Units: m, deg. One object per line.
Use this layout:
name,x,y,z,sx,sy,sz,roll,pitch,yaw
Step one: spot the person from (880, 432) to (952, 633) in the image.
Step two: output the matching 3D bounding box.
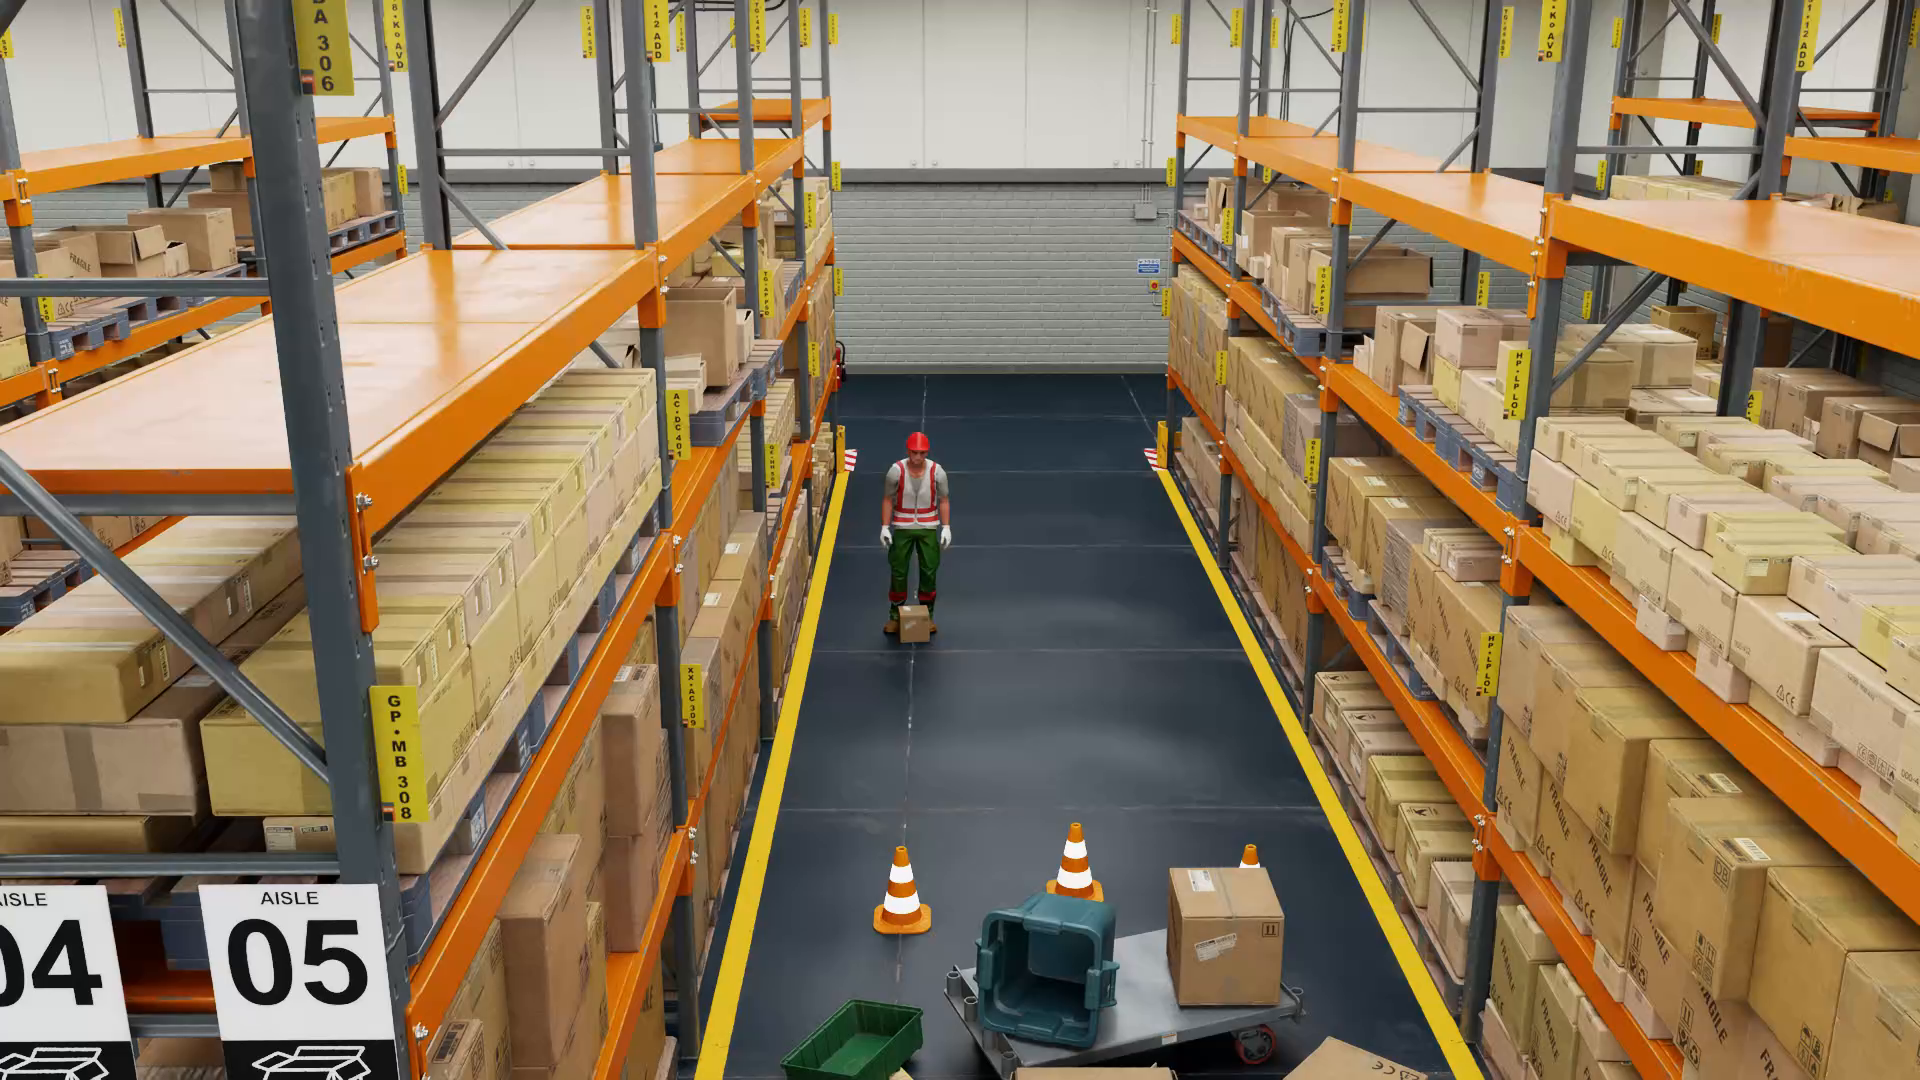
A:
person,-0.380,-0.073,14.348,0.622,1.781,0.445,-1,17,-3
